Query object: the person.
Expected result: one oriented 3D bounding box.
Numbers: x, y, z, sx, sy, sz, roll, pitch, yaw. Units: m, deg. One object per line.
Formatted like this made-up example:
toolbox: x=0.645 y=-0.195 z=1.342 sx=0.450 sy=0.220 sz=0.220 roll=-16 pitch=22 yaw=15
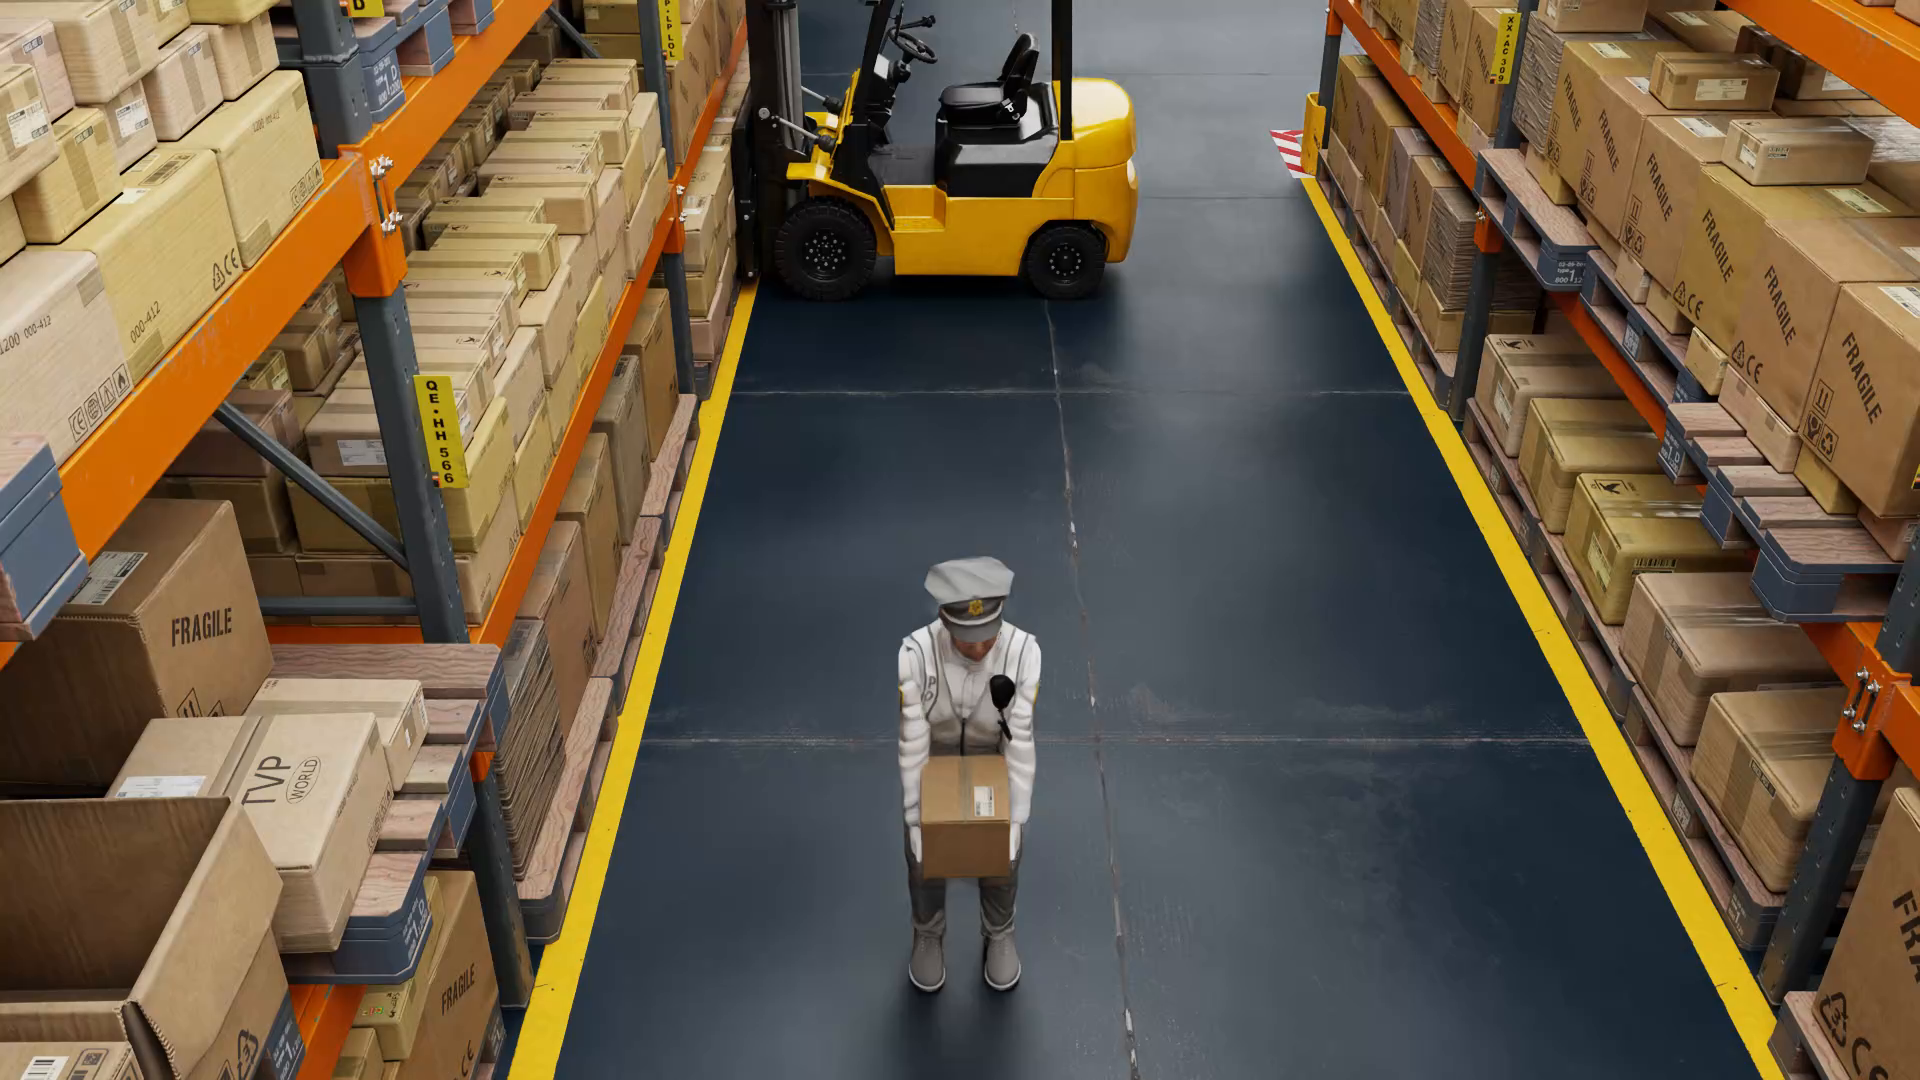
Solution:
person: x=0.025 y=0.734 z=4.989 sx=0.412 sy=1.630 sz=0.559 roll=-1 pitch=32 yaw=-1
